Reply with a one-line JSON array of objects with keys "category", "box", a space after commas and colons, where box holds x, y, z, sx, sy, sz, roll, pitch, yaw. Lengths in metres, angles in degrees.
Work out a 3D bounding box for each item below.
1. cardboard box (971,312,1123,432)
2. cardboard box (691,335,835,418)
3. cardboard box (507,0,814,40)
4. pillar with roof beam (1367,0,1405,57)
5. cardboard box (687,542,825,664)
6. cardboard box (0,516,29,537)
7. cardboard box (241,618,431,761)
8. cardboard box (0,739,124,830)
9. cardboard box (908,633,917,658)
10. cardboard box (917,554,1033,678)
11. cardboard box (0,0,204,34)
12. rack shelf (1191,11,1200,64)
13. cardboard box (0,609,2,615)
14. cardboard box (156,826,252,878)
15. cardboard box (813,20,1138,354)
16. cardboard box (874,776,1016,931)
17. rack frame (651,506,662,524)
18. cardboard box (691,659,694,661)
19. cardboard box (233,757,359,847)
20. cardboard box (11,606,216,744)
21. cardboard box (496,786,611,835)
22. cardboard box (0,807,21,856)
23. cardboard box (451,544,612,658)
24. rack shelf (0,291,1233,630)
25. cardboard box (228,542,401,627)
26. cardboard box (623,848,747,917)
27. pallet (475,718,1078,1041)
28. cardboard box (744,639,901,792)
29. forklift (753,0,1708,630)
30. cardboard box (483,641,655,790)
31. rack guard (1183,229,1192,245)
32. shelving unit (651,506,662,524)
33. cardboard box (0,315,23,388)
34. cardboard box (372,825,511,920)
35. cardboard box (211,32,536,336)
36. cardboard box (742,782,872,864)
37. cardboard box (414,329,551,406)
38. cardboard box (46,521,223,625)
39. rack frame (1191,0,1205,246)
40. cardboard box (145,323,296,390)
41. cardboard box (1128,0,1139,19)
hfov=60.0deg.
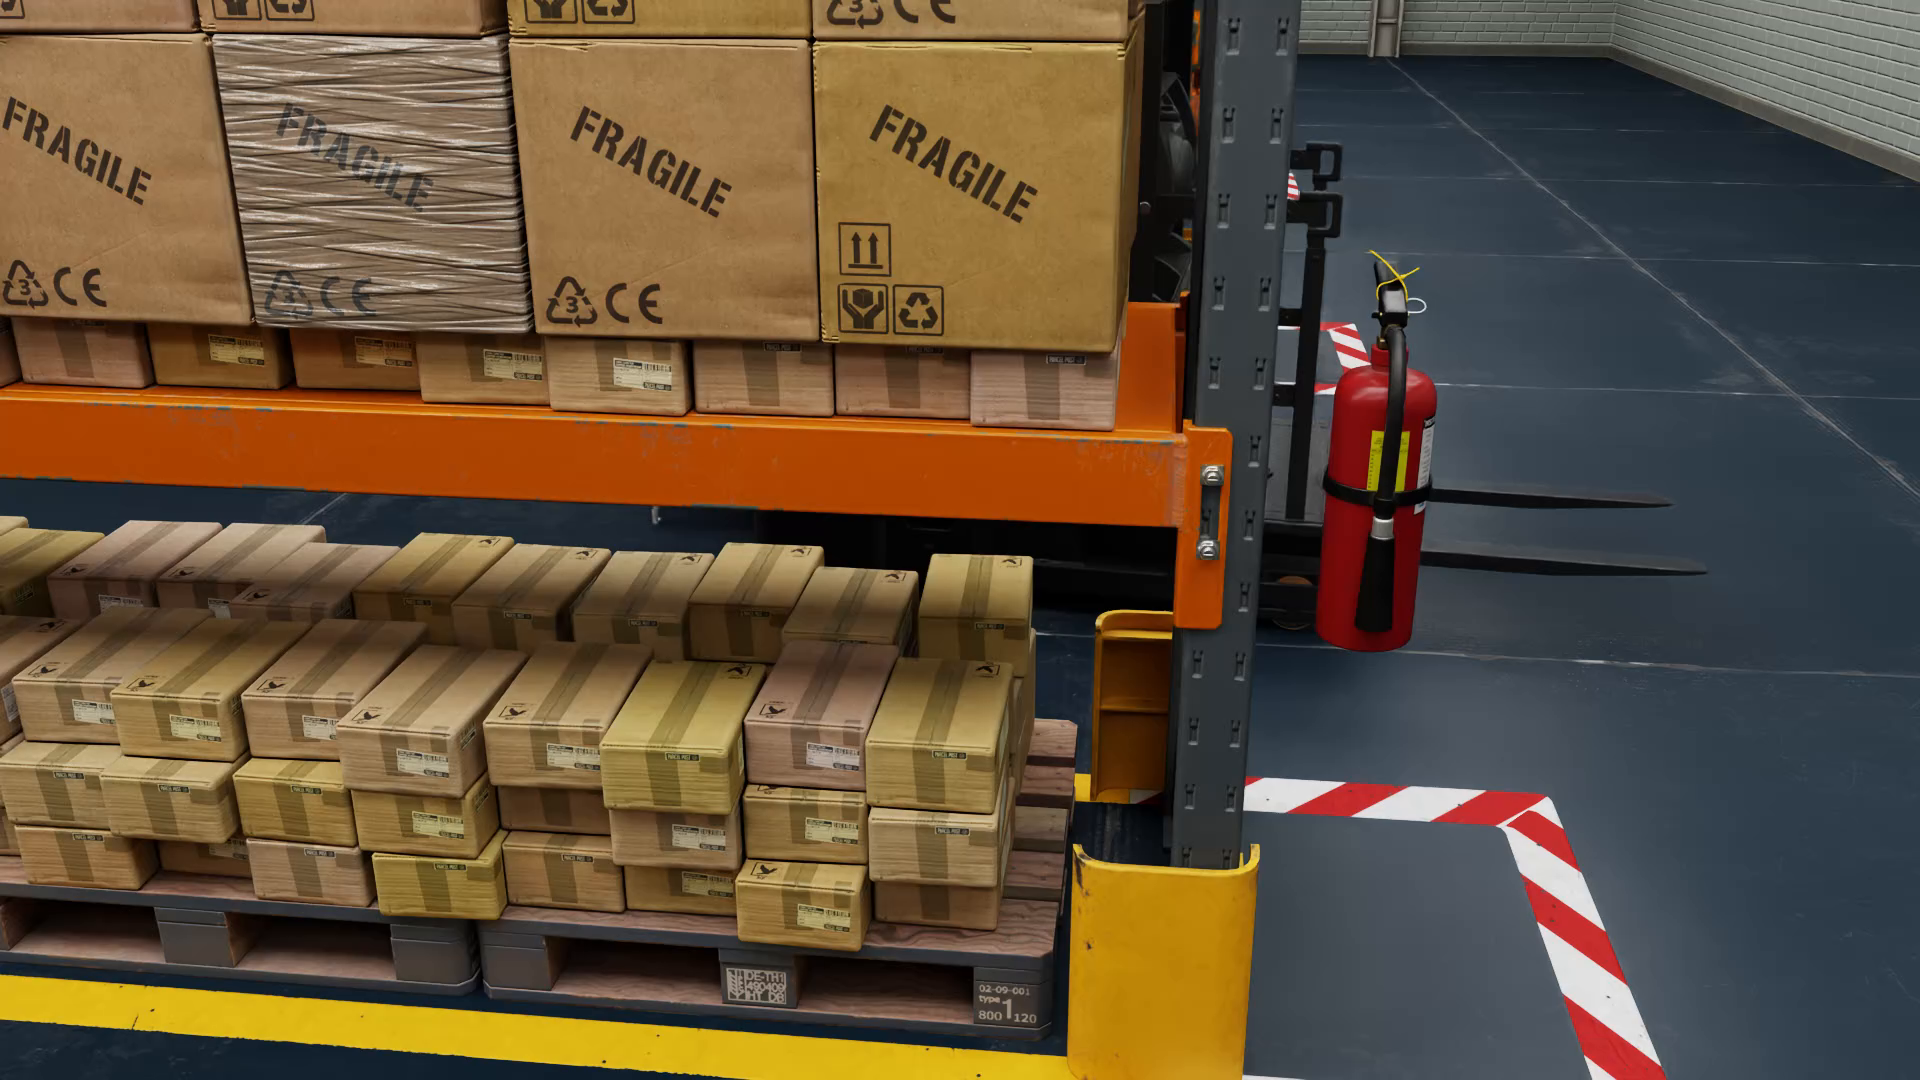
[{"category": "cardboard box", "box": [0.164, -0.328, 3.032, 0.250, 0.149, 0.380, 3, 22, 6]}, {"category": "cardboard box", "box": [-0.329, -0.358, 3.108, 0.250, 0.149, 0.380, 2, 22, 6]}, {"category": "cardboard box", "box": [-0.466, -1.135, 2.830, 0.500, 0.500, 0.500, 2, 22, 4]}, {"category": "pillar with roof beam", "box": [5.231, -9.183, 16.929, 0.400, 9.000, 9.100, 2, 22, 6]}, {"category": "cardboard box", "box": [-0.482, 0.147, 3.985, 0.250, 0.149, 0.380, 2, 22, 6]}, {"category": "cardboard box", "box": [-2.560, 0.072, 4.176, 0.250, 0.149, 0.380, 2, 22, 6]}, {"category": "cardboard box", "box": [-1.321, 0.315, 3.561, 0.250, 0.149, 0.380, 2, 22, 4]}, {"category": "cardboard box", "box": [-1.839, 0.460, 3.598, 0.250, 0.149, 0.380, 2, 22, 6]}, {"category": "cardboard box", "box": [-0.234, 0.309, 3.980, 0.250, 0.149, 0.380, 2, 22, 6]}, {"category": "cardboard box", "box": [0.041, 0.173, 3.920, 0.250, 0.149, 0.380, 2, 22, 4]}, {"category": "cardboard box", "box": [-1.509, -1.176, 2.934, 0.500, 0.500, 0.500, 2, 22, 4]}, {"category": "rack shelf", "box": [-0.198, -3.901, 12.706, 4.000, 0.370, 1.077, 2, 22, 6]}, {"category": "cardboard box", "box": [-2.348, 0.266, 3.683, 0.250, 0.149, 0.380, 2, 22, 5]}, {"category": "cardboard box", "box": [-1.564, 0.581, 3.697, 0.250, 0.149, 0.380, 3, 22, 8]}, {"category": "cardboard box", "box": [0.045, -0.645, 2.950, 0.500, 0.500, 0.500, 3, 22, 7]}, {"category": "cardboard box", "box": [-0.026, 0.650, 3.523, 0.250, 0.149, 0.380, 3, 22, 7]}, {"category": "rack frame", "box": [-1.094, -0.659, 5.974, 0.015, 1.200, 0.240, 4, 22, 11]}, {"category": "cardboard box", "box": [-0.729, 0.280, 4.054, 0.250, 0.149, 0.380, 3, 22, 8]}, {"category": "cardboard box", "box": [-1.321, 0.482, 3.543, 0.250, 0.149, 0.380, 4, 22, 9]}, {"category": "cardboard box", "box": [-1.825, 0.289, 3.626, 0.250, 0.149, 0.380, 2, 22, 4]}, {"category": "cardboard box", "box": [-0.807, 0.468, 3.578, 0.250, 0.149, 0.380, 2, 22, 6]}, {"category": "cardboard box", "box": [-2.081, 0.551, 3.773, 0.250, 0.149, 0.380, 2, 22, 4]}, {"category": "cardboard box", "box": [-1.012, 0.151, 3.975, 0.250, 0.149, 0.380, 3, 22, 8]}, {"category": "rack shelf", "box": [-1.465, -0.286, 3.563, 4.000, 0.370, 1.077, 2, 22, 6]}, {"category": "cardboard box", "box": [-1.529, 0.147, 3.985, 0.250, 0.149, 0.380, 3, 22, 6]}, {"category": "cardboard box", "box": [-0.545, 0.632, 3.567, 0.250, 0.149, 0.380, 2, 22, 6]}, {"category": "pallet", "box": [-0.357, 0.711, 3.854, 1.213, 0.211, 1.003, 2, 22, 6]}, {"category": "cardboard box", "box": [-0.277, 0.357, 3.454, 0.250, 0.149, 0.380, 3, 22, 7]}, {"category": "forklift", "box": [0.877, -1.294, 5.227, 3.031, 2.935, 1.130, 4, 22, 11]}, {"category": "cardboard box", "box": [-0.799, 0.358, 3.451, 0.250, 0.149, 0.380, 2, 22, 4]}, {"category": "rack guard", "box": [1.229, -1.177, 8.238, 0.348, 0.500, 1.175, 2, 22, 6]}, {"category": "shelving unit", "box": [-0.855, -0.640, 5.927, 0.503, 1.200, 0.258, 4, 22, 11]}, {"category": "cardboard box", "box": [-1.895, -0.420, 3.263, 0.250, 0.149, 0.380, 3, 22, 9]}, {"category": "cardboard box", "box": [-1.053, 0.638, 3.552, 0.250, 0.149, 0.380, 2, 22, 4]}, {"category": "cardboard box", "box": [-0.971, -0.687, 3.058, 0.500, 0.500, 0.500, 3, 22, 6]}, {"category": "cardboard box", "box": [-0.290, 0.508, 3.476, 0.250, 0.149, 0.380, 2, 22, 5]}, {"category": "cardboard box", "box": [-0.843, -0.383, 3.170, 0.250, 0.149, 0.380, 2, 22, 4]}, {"category": "cardboard box", "box": [-2.032, 0.089, 4.132, 0.250, 0.149, 0.380, 1, 22, 4]}, {"category": "rack frame", "box": [1.205, -2.341, 7.781, 0.127, 3.000, 1.000, 2, 22, 6]}, {"category": "cardboard box", "box": [-1.370, -0.422, 3.269, 0.250, 0.149, 0.380, 3, 22, 7]}, {"category": "cardboard box", "box": [0.107, -1.300, 3.249, 0.500, 0.500, 0.500, 2, 22, 6]}]
